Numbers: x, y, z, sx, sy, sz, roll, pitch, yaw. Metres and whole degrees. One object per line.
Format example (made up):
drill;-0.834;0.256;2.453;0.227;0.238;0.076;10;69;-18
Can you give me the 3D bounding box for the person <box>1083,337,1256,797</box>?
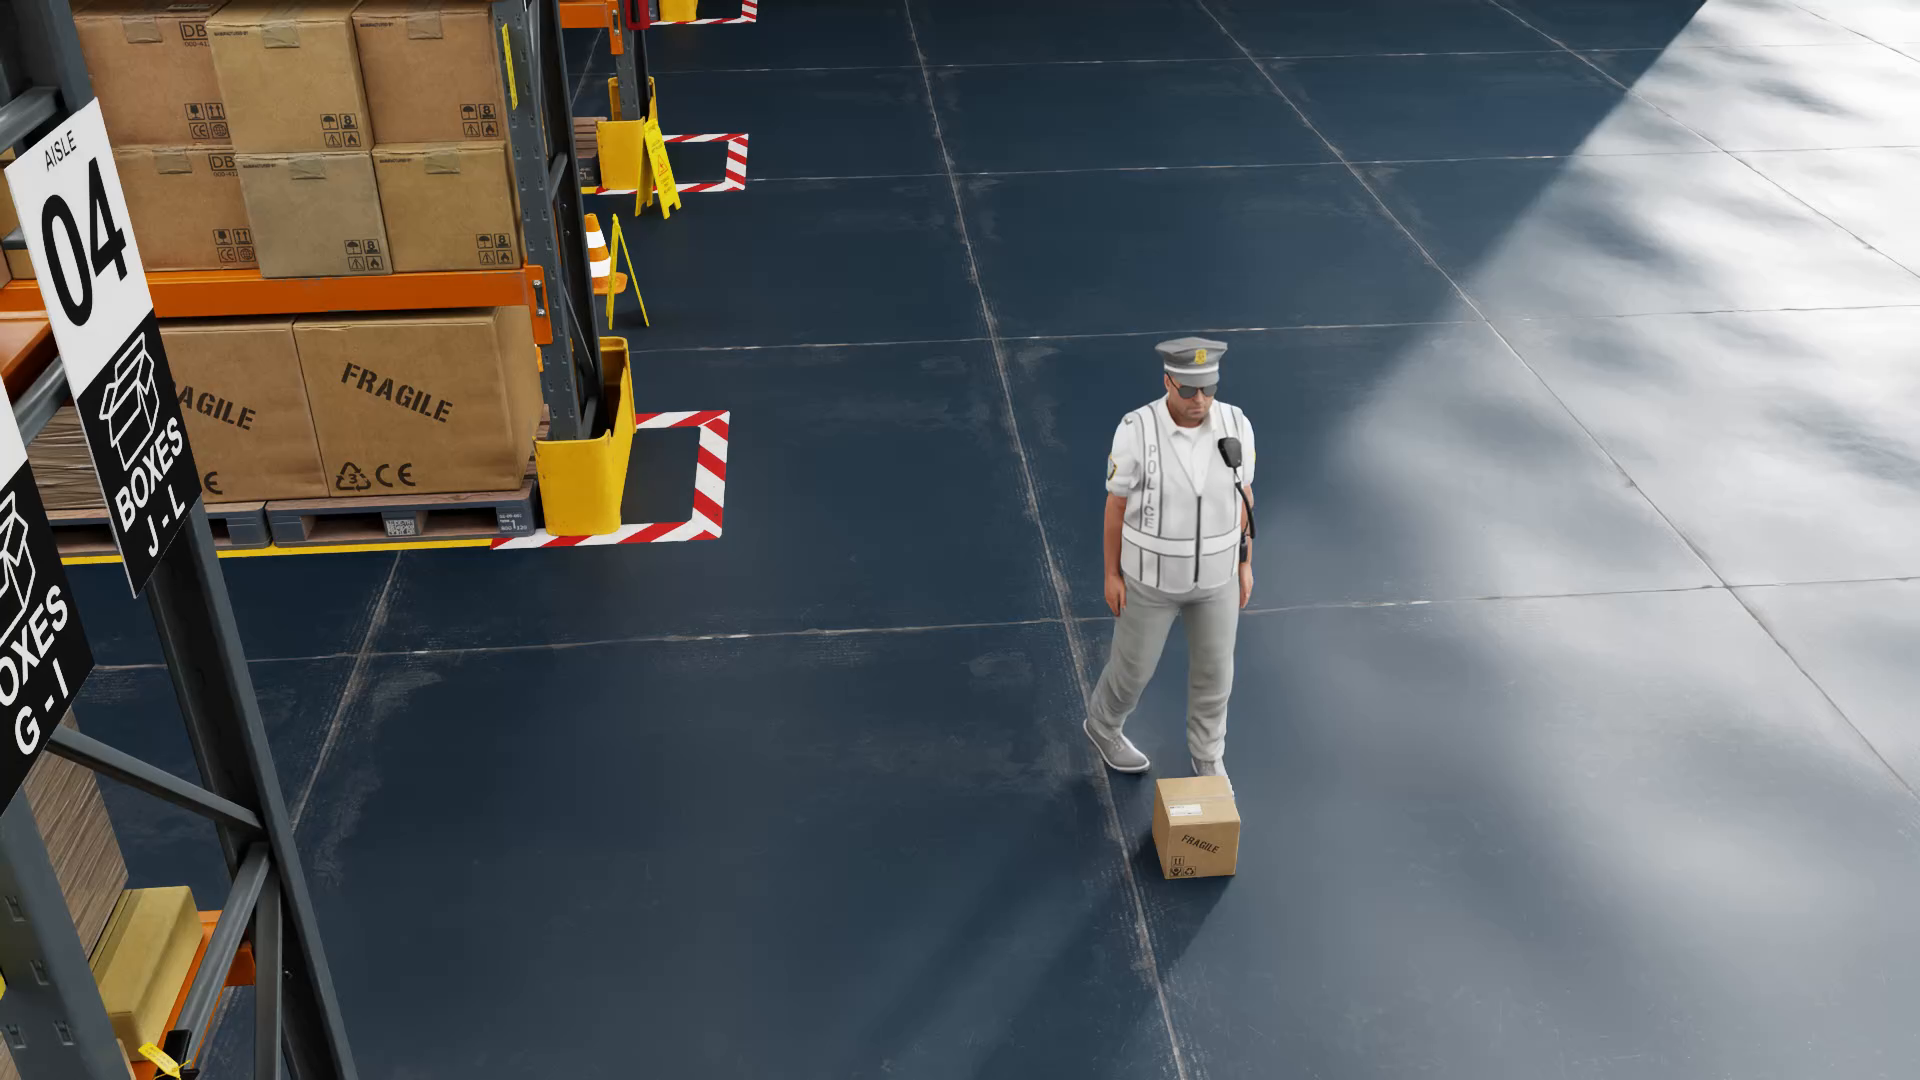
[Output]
person;0.797;0.131;5.902;0.556;1.781;0.562;-5;31;-9
